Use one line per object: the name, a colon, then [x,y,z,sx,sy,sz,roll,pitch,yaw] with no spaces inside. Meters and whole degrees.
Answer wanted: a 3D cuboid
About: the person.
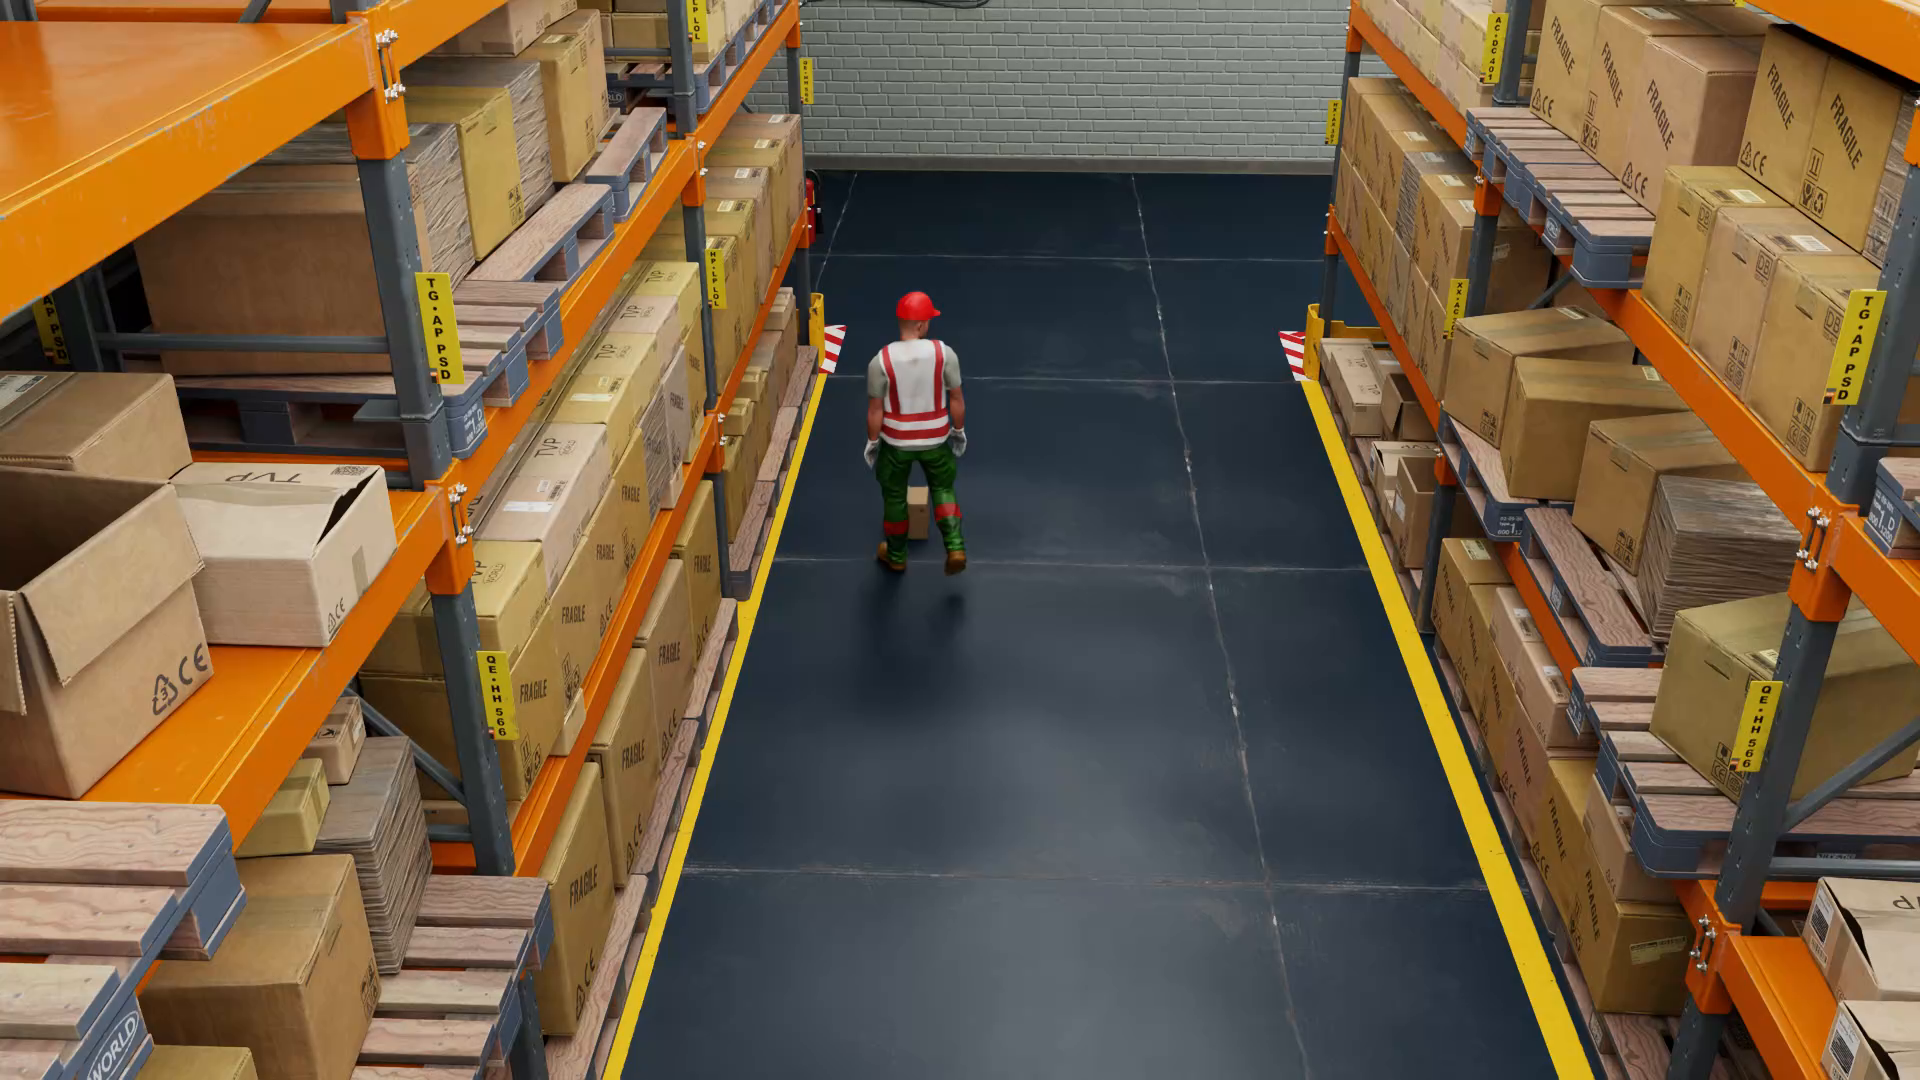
person: [-0.255,-0.576,9.666,0.604,1.775,0.711,-6,28,-11]
